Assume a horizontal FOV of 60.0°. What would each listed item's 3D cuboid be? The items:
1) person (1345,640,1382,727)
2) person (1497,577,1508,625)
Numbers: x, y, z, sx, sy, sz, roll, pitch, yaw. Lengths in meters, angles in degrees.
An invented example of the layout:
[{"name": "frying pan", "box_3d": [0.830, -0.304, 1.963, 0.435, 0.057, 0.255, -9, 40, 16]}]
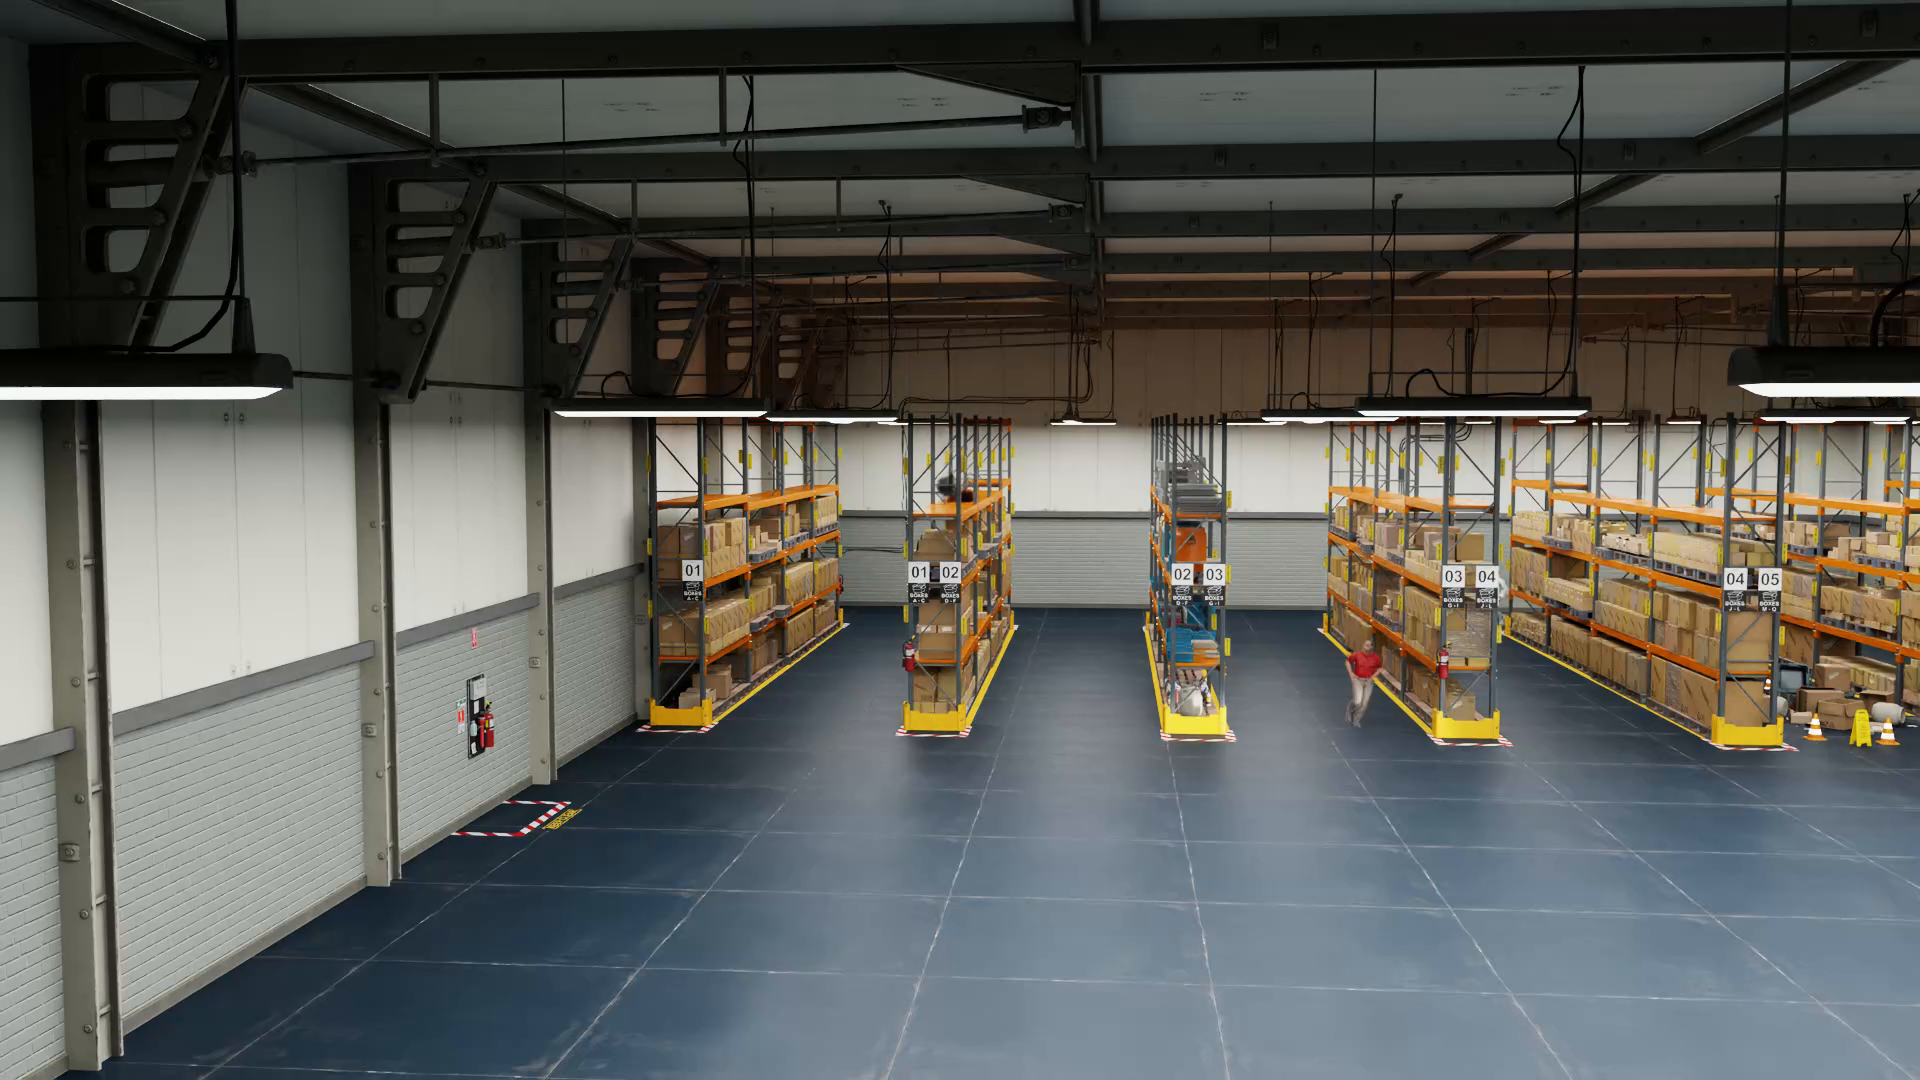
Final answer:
[{"name": "person", "box_3d": [7.753, 2.752, 31.875, 0.671, 1.684, 0.599, 0, 4, 1]}, {"name": "person", "box_3d": [15.195, 1.689, 47.206, 0.802, 1.764, 0.751, -1, 4, -16]}]
